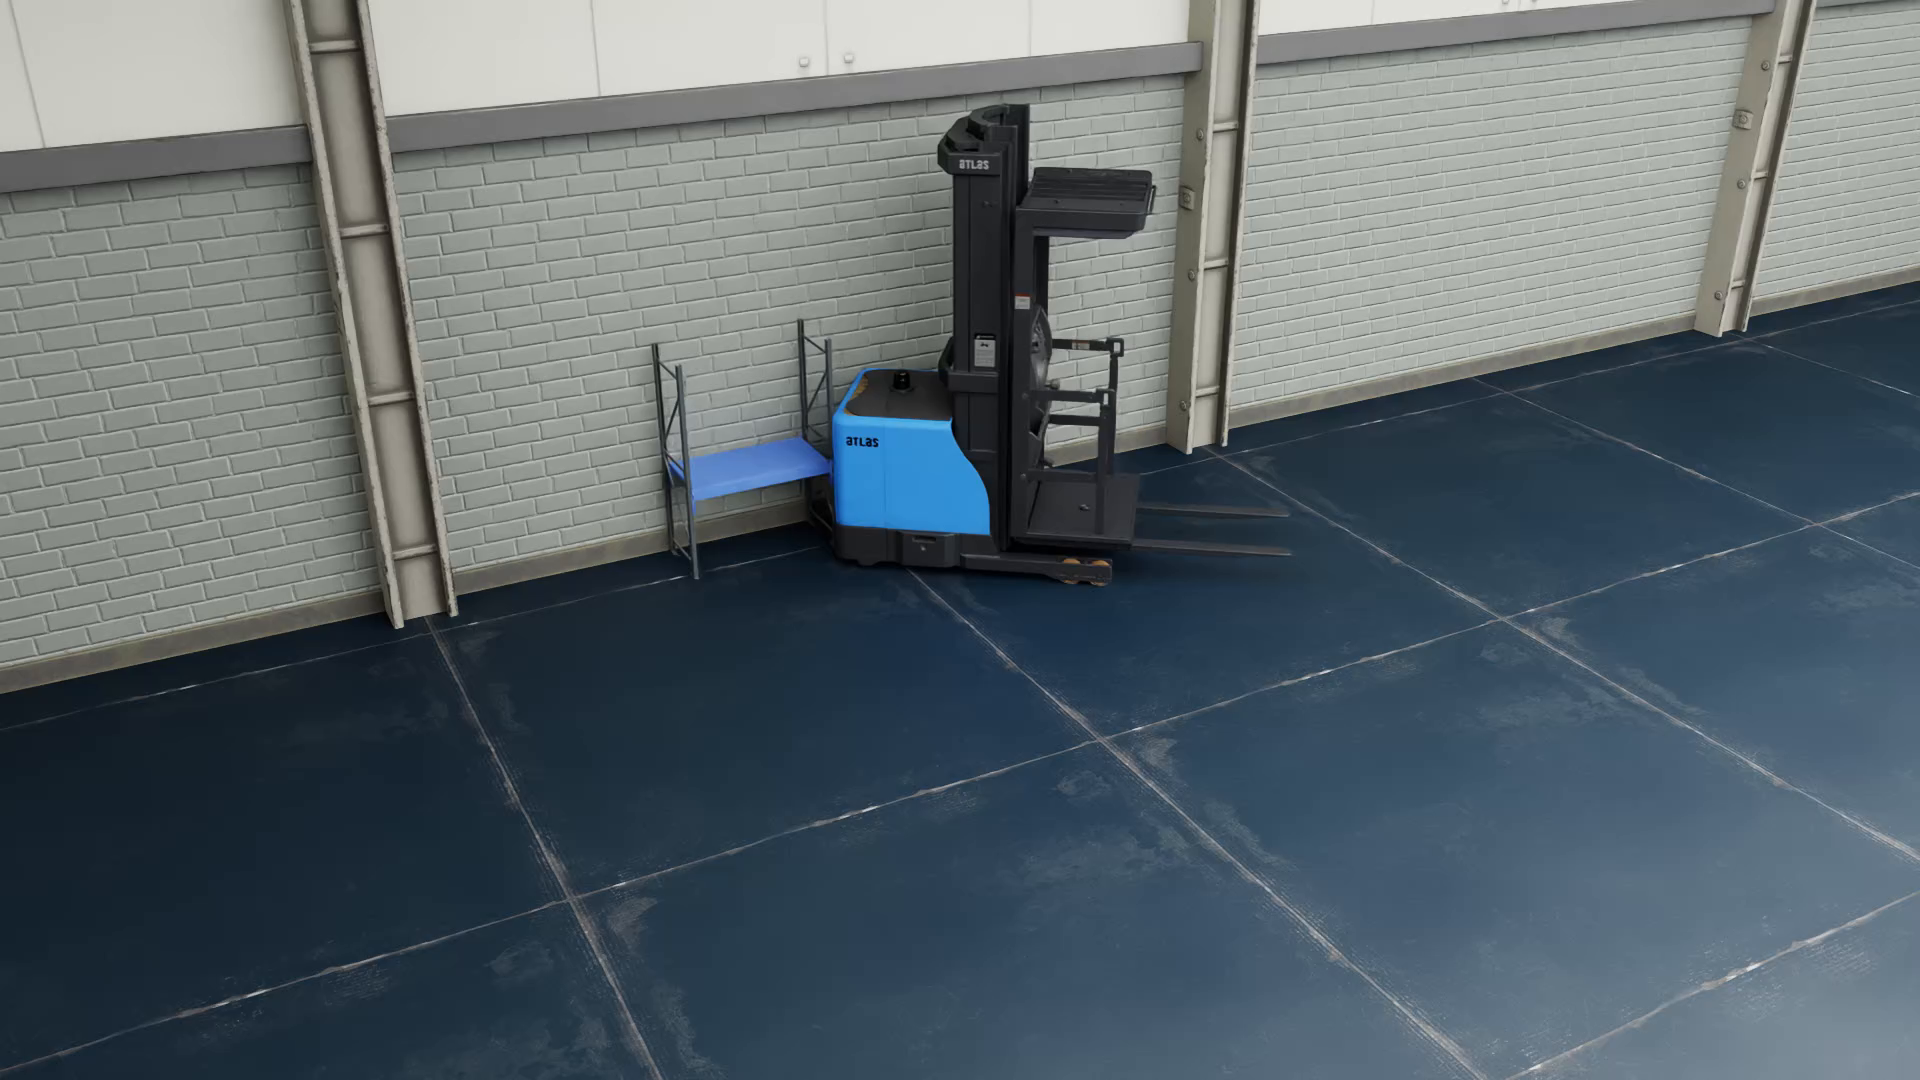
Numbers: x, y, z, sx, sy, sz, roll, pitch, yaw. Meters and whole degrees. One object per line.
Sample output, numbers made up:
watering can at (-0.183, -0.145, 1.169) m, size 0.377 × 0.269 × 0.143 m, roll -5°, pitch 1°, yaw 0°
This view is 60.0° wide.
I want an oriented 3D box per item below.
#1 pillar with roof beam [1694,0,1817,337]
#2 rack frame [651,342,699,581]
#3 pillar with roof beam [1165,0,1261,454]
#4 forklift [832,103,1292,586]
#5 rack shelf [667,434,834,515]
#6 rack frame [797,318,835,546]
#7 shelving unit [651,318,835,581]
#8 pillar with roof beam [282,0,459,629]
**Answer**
pillar with roof beam at (9.184, -4.400, 10.319) m, size 0.400 × 9.000 × 9.100 m, roll -13°, pitch 29°, yaw -25°
rack frame at (-1.859, -0.504, 10.864) m, size 0.032 × 1.500 × 0.500 m, roll -13°, pitch 29°, yaw -25°
pillar with roof beam at (3.889, -3.178, 7.774) m, size 0.400 × 9.000 × 9.100 m, roll -13°, pitch 29°, yaw -25°
forklift at (0.715, -1.265, 10.800) m, size 3.031 × 2.935 × 1.130 m, roll 4°, pitch 26°, yaw 8°
rack shelf at (-1.410, -0.449, 11.158) m, size 1.000 × 0.185 × 0.538 m, roll -13°, pitch 29°, yaw -25°
rack frame at (-0.962, -0.717, 11.292) m, size 0.032 × 1.500 × 0.500 m, roll -13°, pitch 29°, yaw -25°
shelving unit at (-1.410, -0.611, 11.078) m, size 1.048 × 1.500 × 0.538 m, roll -13°, pitch 29°, yaw -25°
pillar with roof beam at (-1.405, -1.956, 5.229) m, size 0.400 × 9.000 × 9.100 m, roll -13°, pitch 29°, yaw -25°
